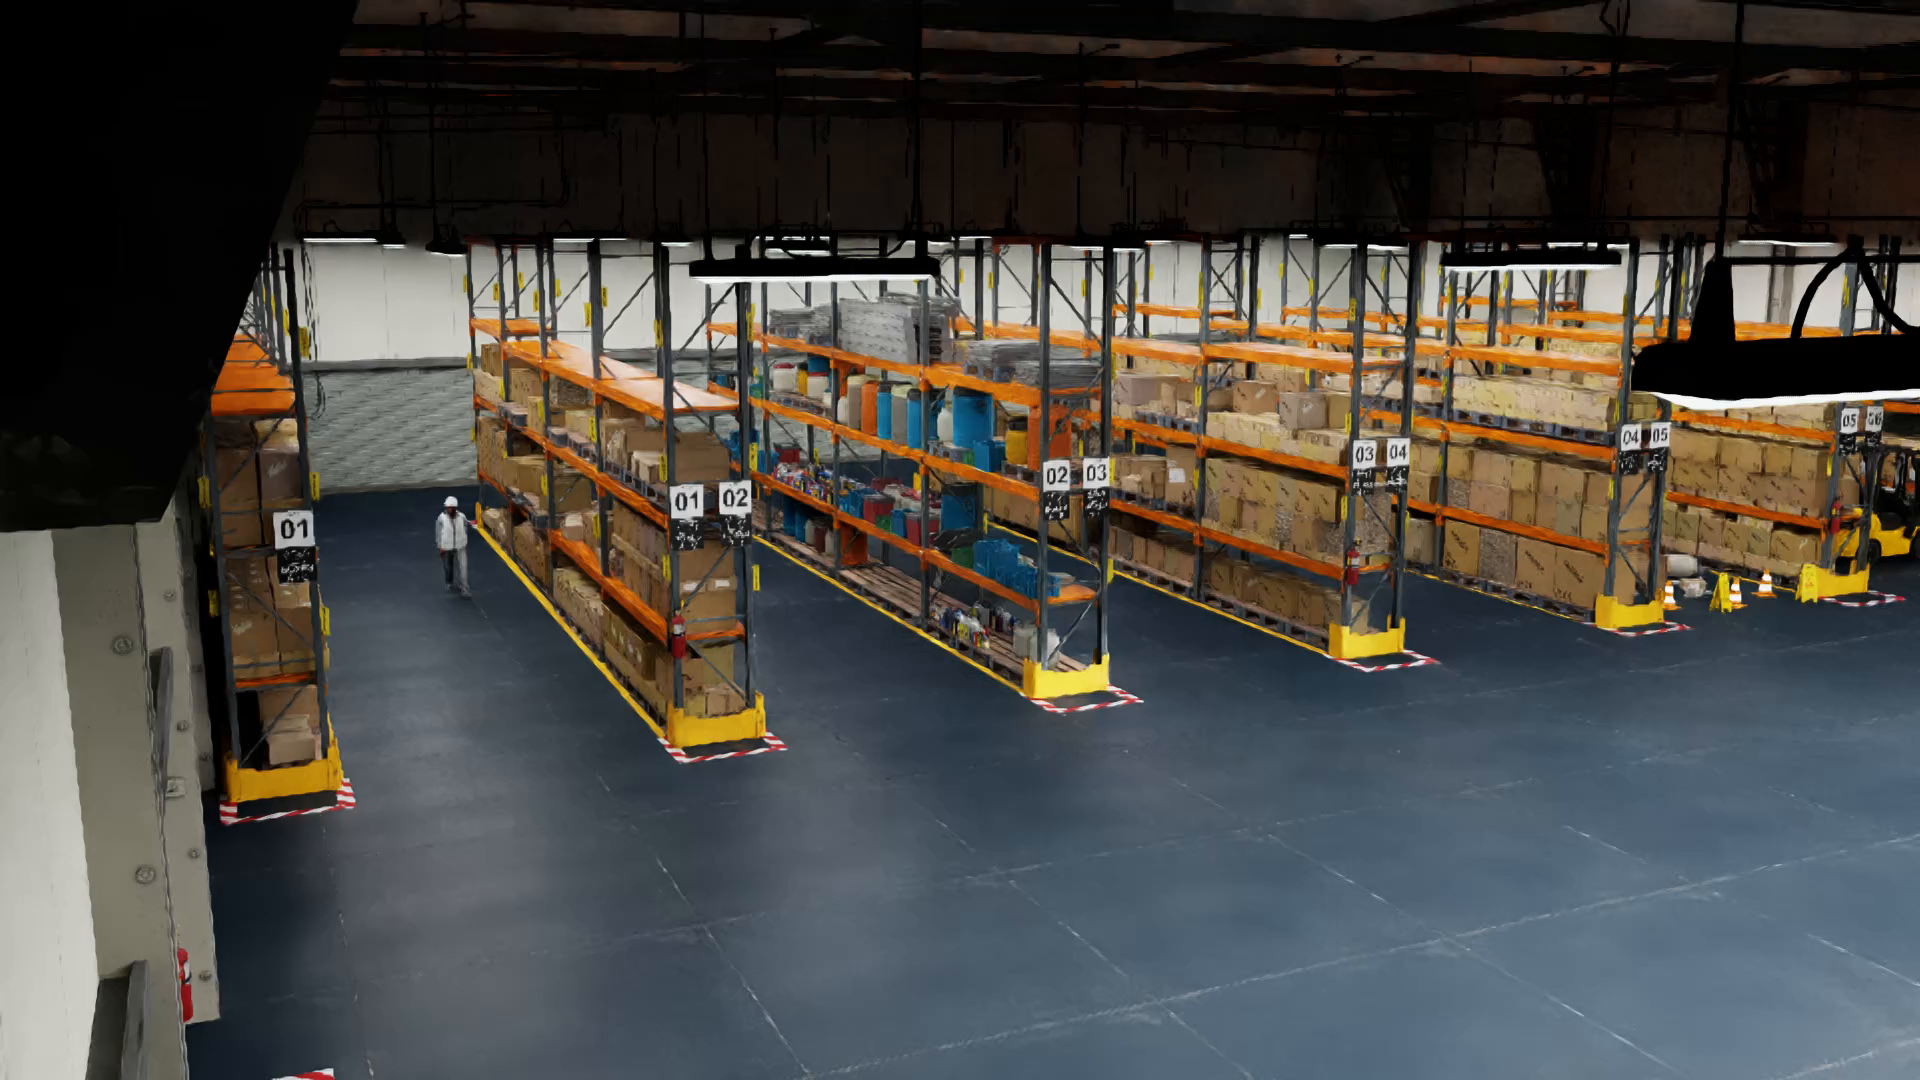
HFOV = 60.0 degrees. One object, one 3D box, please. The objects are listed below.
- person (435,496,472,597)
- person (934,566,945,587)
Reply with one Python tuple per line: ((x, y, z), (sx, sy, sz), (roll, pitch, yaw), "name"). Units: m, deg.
((-8.596, 0.086, 28.176), (0.543, 1.698, 1.115), (-4, 12, -21), "person")
((-0.048, 0.003, 28.596), (0.707, 1.687, 0.858), (-9, 14, -40), "person")
